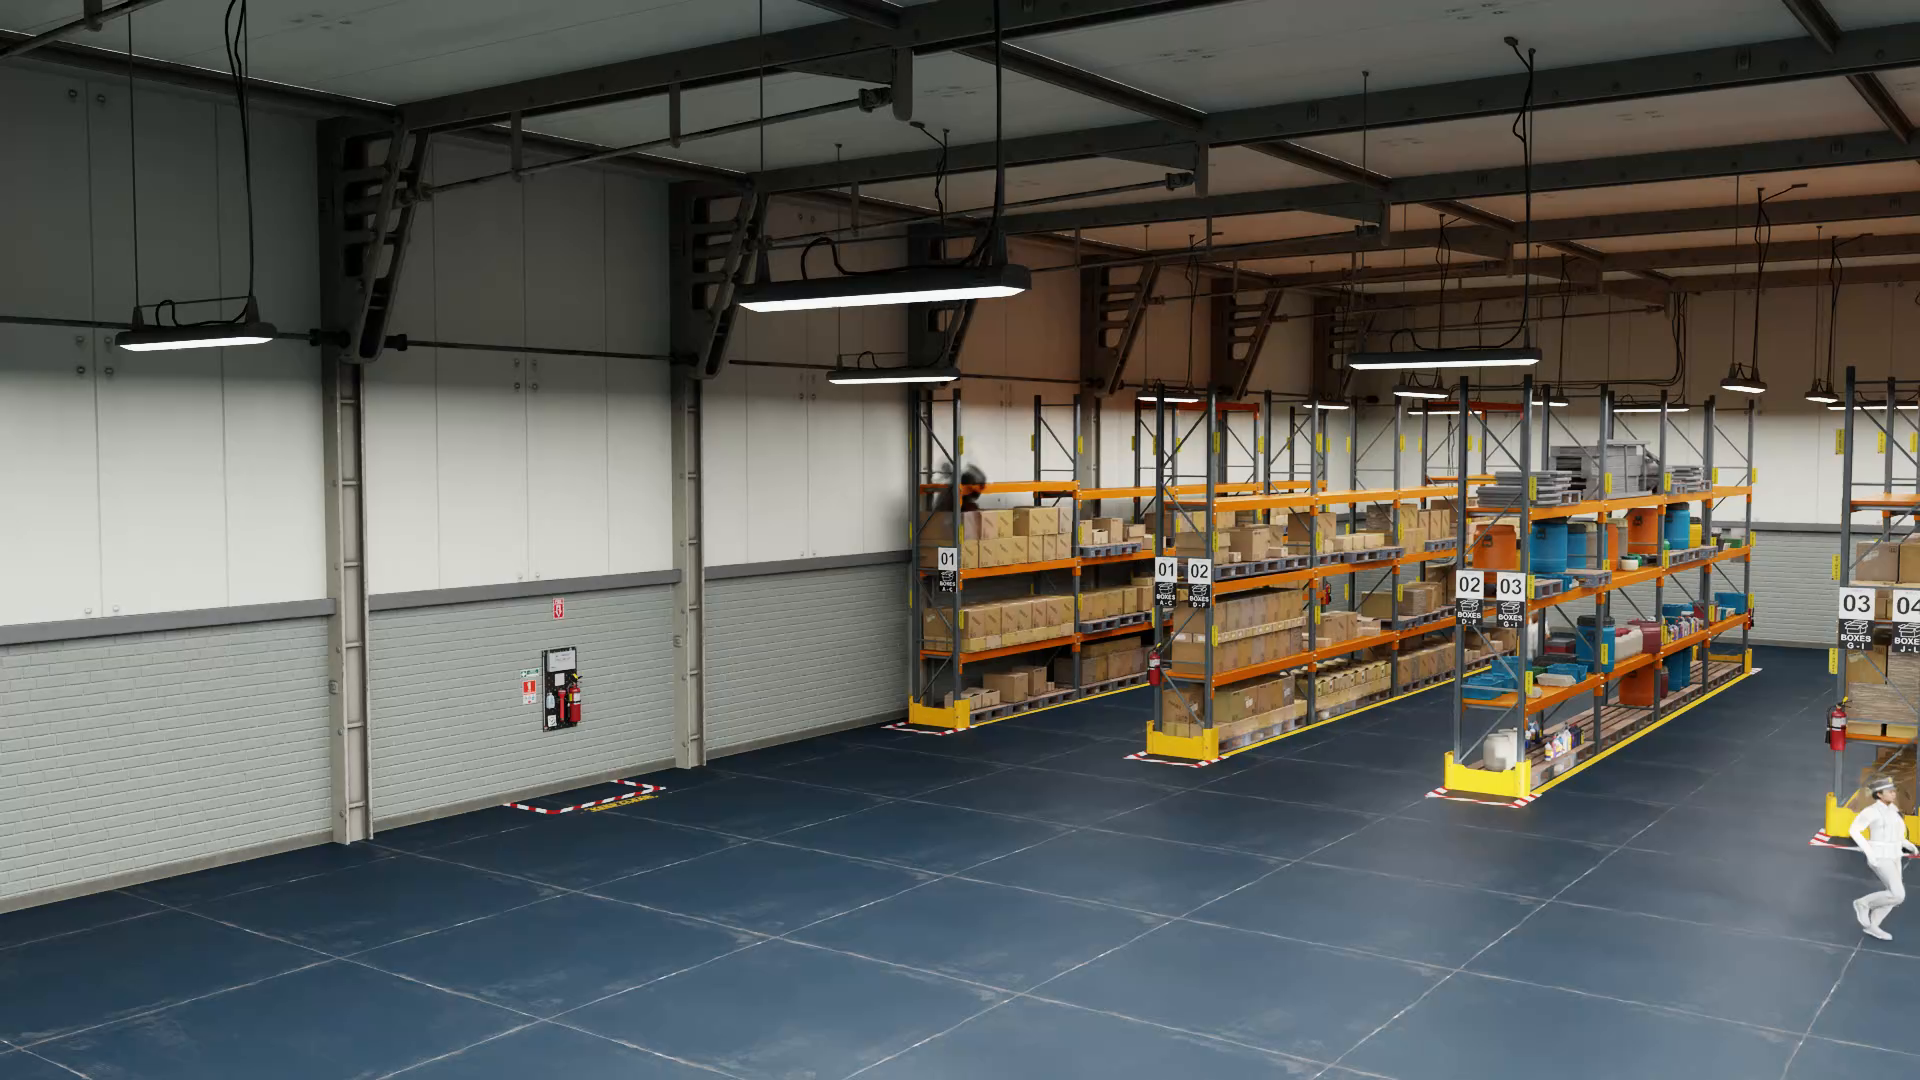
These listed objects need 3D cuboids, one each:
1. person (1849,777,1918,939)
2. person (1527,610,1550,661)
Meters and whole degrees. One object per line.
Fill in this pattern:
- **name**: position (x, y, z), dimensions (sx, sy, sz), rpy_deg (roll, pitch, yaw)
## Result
- **person**: position (9.377, 3.216, 16.813), dimensions (0.608, 1.656, 0.540), rpy_deg (-2, 4, -30)
- **person**: position (11.827, 2.241, 34.245), dimensions (0.611, 1.619, 0.664), rpy_deg (2, 4, 25)
